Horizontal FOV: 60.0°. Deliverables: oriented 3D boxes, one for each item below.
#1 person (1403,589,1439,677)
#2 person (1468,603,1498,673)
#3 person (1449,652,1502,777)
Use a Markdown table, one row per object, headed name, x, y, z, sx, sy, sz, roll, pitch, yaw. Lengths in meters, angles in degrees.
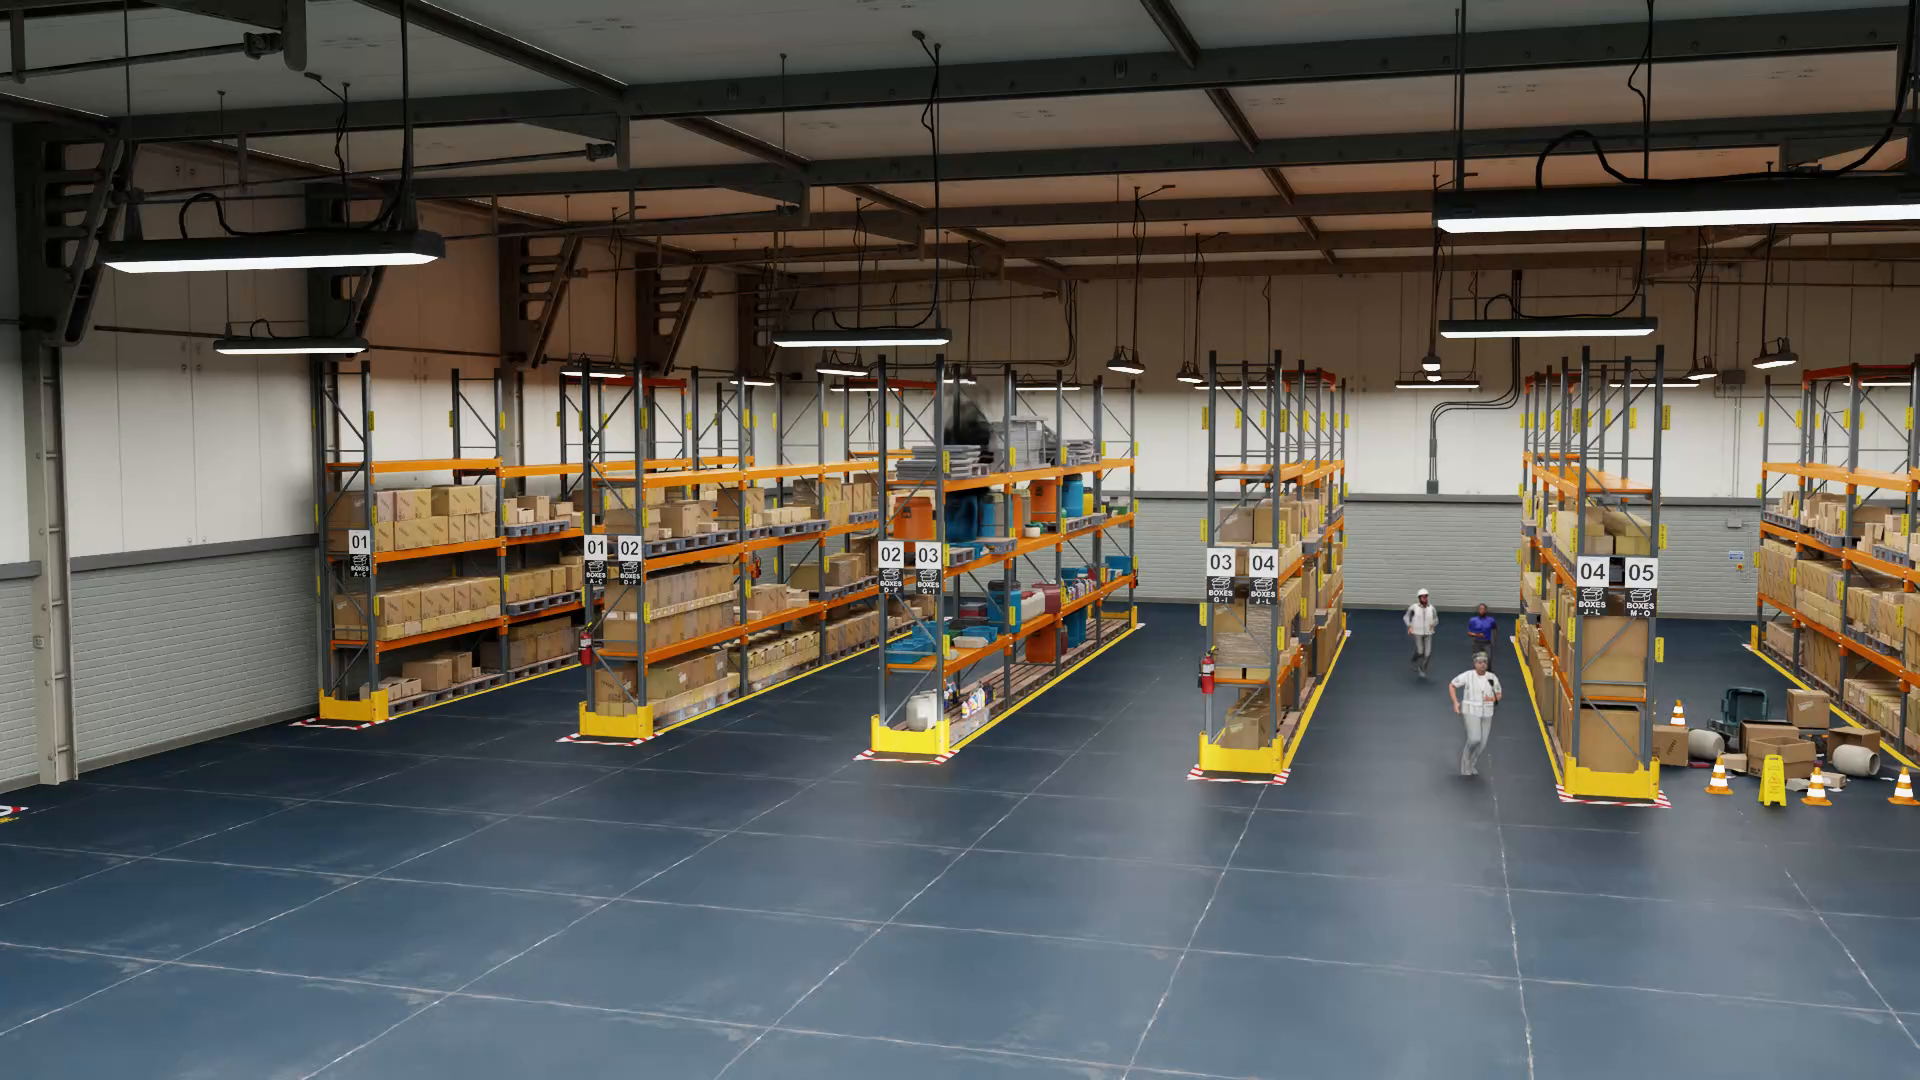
| name | x | y | z | sx | sy | sz | roll | pitch | yaw |
| --- | --- | --- | --- | --- | --- | --- | --- | --- | --- |
| person | 9.015 | 1.824 | 32.408 | 0.652 | 1.728 | 0.569 | 0 | 4 | 1 |
| person | 9.577 | 2.005 | 30.480 | 0.536 | 1.697 | 0.724 | 1 | 4 | 17 |
| person | 7.317 | 2.461 | 23.452 | 0.654 | 1.778 | 0.638 | -1 | 4 | -9 |
